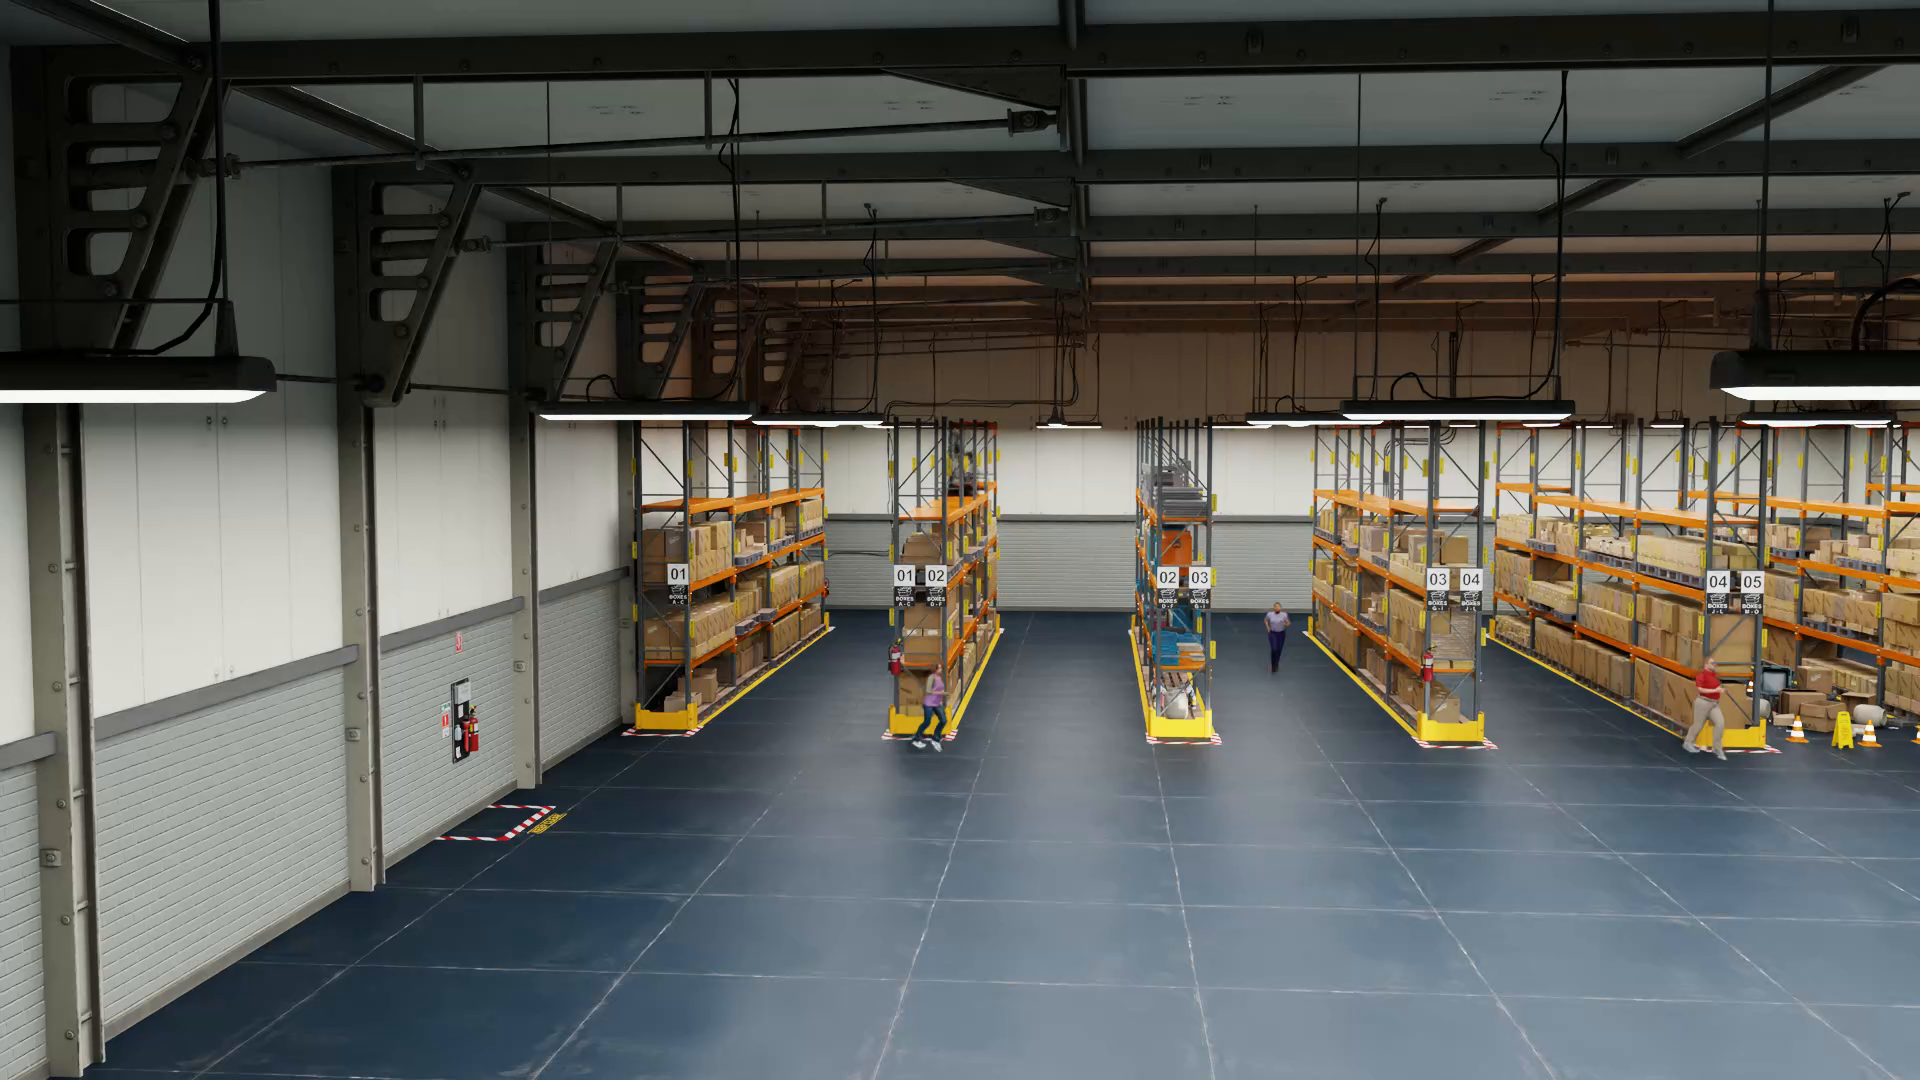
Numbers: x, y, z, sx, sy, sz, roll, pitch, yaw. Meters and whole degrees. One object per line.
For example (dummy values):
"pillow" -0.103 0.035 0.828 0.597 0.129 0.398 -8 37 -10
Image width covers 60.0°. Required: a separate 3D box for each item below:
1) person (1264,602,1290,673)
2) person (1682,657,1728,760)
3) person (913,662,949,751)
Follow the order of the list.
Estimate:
"person" 7.580 2.333 39.668 0.574 1.719 0.754 0 4 0
"person" 13.139 2.954 29.253 0.667 1.790 0.753 -2 4 -32
"person" -0.473 2.990 29.848 0.729 1.627 0.499 3 5 34
